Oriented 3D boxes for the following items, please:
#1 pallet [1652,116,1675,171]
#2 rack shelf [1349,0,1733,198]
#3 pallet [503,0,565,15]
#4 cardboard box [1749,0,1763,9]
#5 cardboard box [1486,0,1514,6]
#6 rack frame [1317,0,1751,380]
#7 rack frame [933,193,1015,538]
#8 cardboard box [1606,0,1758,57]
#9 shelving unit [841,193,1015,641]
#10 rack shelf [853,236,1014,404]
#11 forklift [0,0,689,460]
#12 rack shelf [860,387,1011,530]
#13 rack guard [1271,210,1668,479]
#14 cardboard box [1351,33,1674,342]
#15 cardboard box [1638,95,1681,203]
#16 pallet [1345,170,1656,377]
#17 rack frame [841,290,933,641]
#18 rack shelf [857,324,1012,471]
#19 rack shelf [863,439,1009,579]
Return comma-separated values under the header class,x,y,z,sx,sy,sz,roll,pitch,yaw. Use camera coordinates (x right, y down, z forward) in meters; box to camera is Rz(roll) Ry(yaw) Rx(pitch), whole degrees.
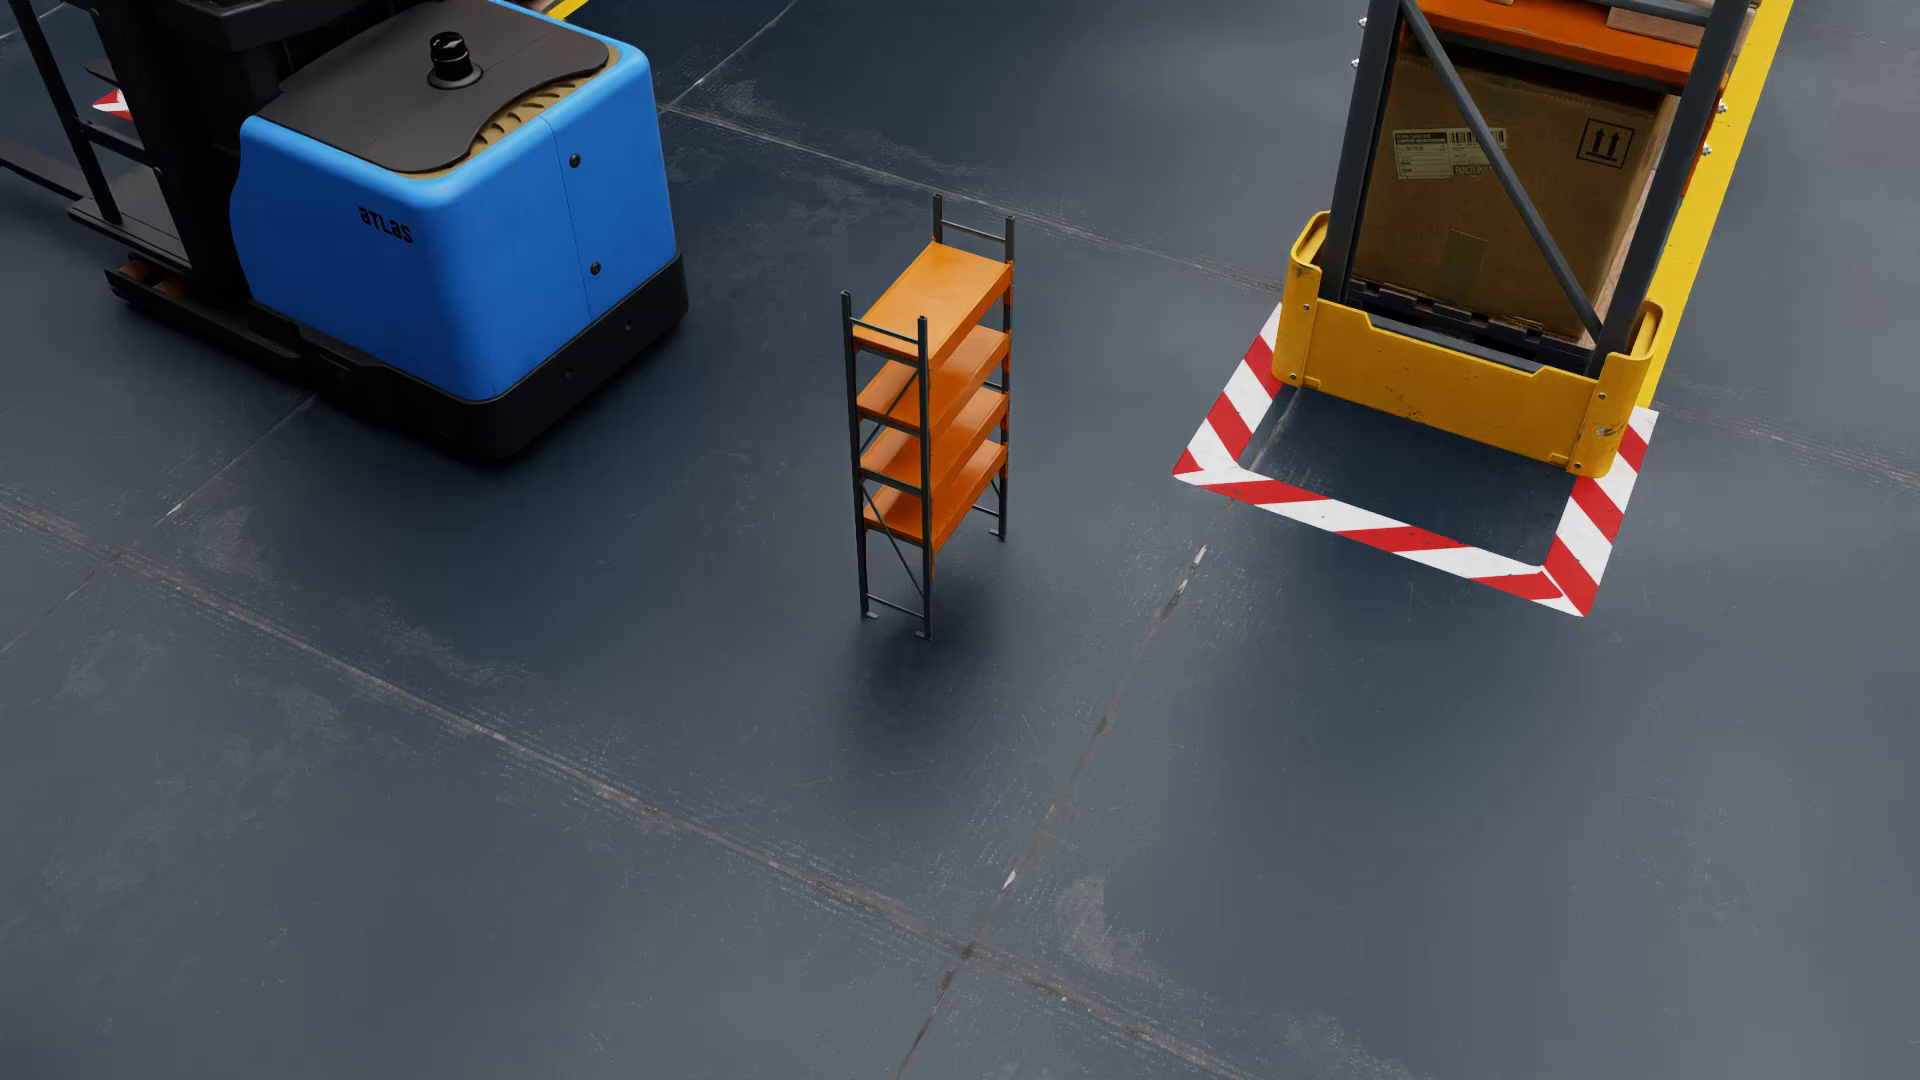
class,x,y,z,sx,sy,sz,roll,pitch,yaw
pallet,2.546,-1.870,6.949,1.003,0.211,1.213,20,49,19
rack shelf,2.605,-2.562,6.179,1.077,0.370,4.000,20,49,19
pallet,-2.226,-2.824,7.892,1.003,0.211,1.213,20,49,19
cardboard box,2.139,-1.820,4.836,0.500,0.250,0.500,19,48,18
cardboard box,1.551,-1.799,5.096,0.380,0.149,0.250,21,49,20
rack frame,1.677,-1.555,4.677,1.000,3.000,0.127,20,49,19
rack frame,0.036,-0.471,4.872,0.240,1.200,0.015,20,49,19
cardboard box,2.134,-1.581,4.880,0.380,0.149,0.250,21,49,19
shelving unit,-0.077,-0.317,4.720,0.258,1.200,0.503,20,49,19
rack shelf,-0.077,-0.594,4.441,0.258,0.148,0.480,20,49,19
forklift,-2.494,-2.102,5.266,3.031,2.935,1.130,24,50,22
rack shelf,-0.077,-0.270,4.768,0.258,0.148,0.480,20,49,19
rack guard,1.666,-0.661,5.552,1.175,0.500,0.348,20,49,19
cardboard box,1.903,-1.385,5.708,0.875,0.875,0.875,20,49,19
cardboard box,2.326,-1.958,6.275,0.875,0.875,0.875,20,49,19
pallet,1.979,-1.104,6.193,1.003,0.211,1.213,20,49,19
rack frame,-0.190,-0.164,4.568,0.240,1.200,0.015,20,49,19
rack shelf,-0.077,-0.427,4.609,0.258,0.148,0.480,20,49,19
rack shelf,-0.077,-0.131,4.909,0.258,0.148,0.480,20,49,19
